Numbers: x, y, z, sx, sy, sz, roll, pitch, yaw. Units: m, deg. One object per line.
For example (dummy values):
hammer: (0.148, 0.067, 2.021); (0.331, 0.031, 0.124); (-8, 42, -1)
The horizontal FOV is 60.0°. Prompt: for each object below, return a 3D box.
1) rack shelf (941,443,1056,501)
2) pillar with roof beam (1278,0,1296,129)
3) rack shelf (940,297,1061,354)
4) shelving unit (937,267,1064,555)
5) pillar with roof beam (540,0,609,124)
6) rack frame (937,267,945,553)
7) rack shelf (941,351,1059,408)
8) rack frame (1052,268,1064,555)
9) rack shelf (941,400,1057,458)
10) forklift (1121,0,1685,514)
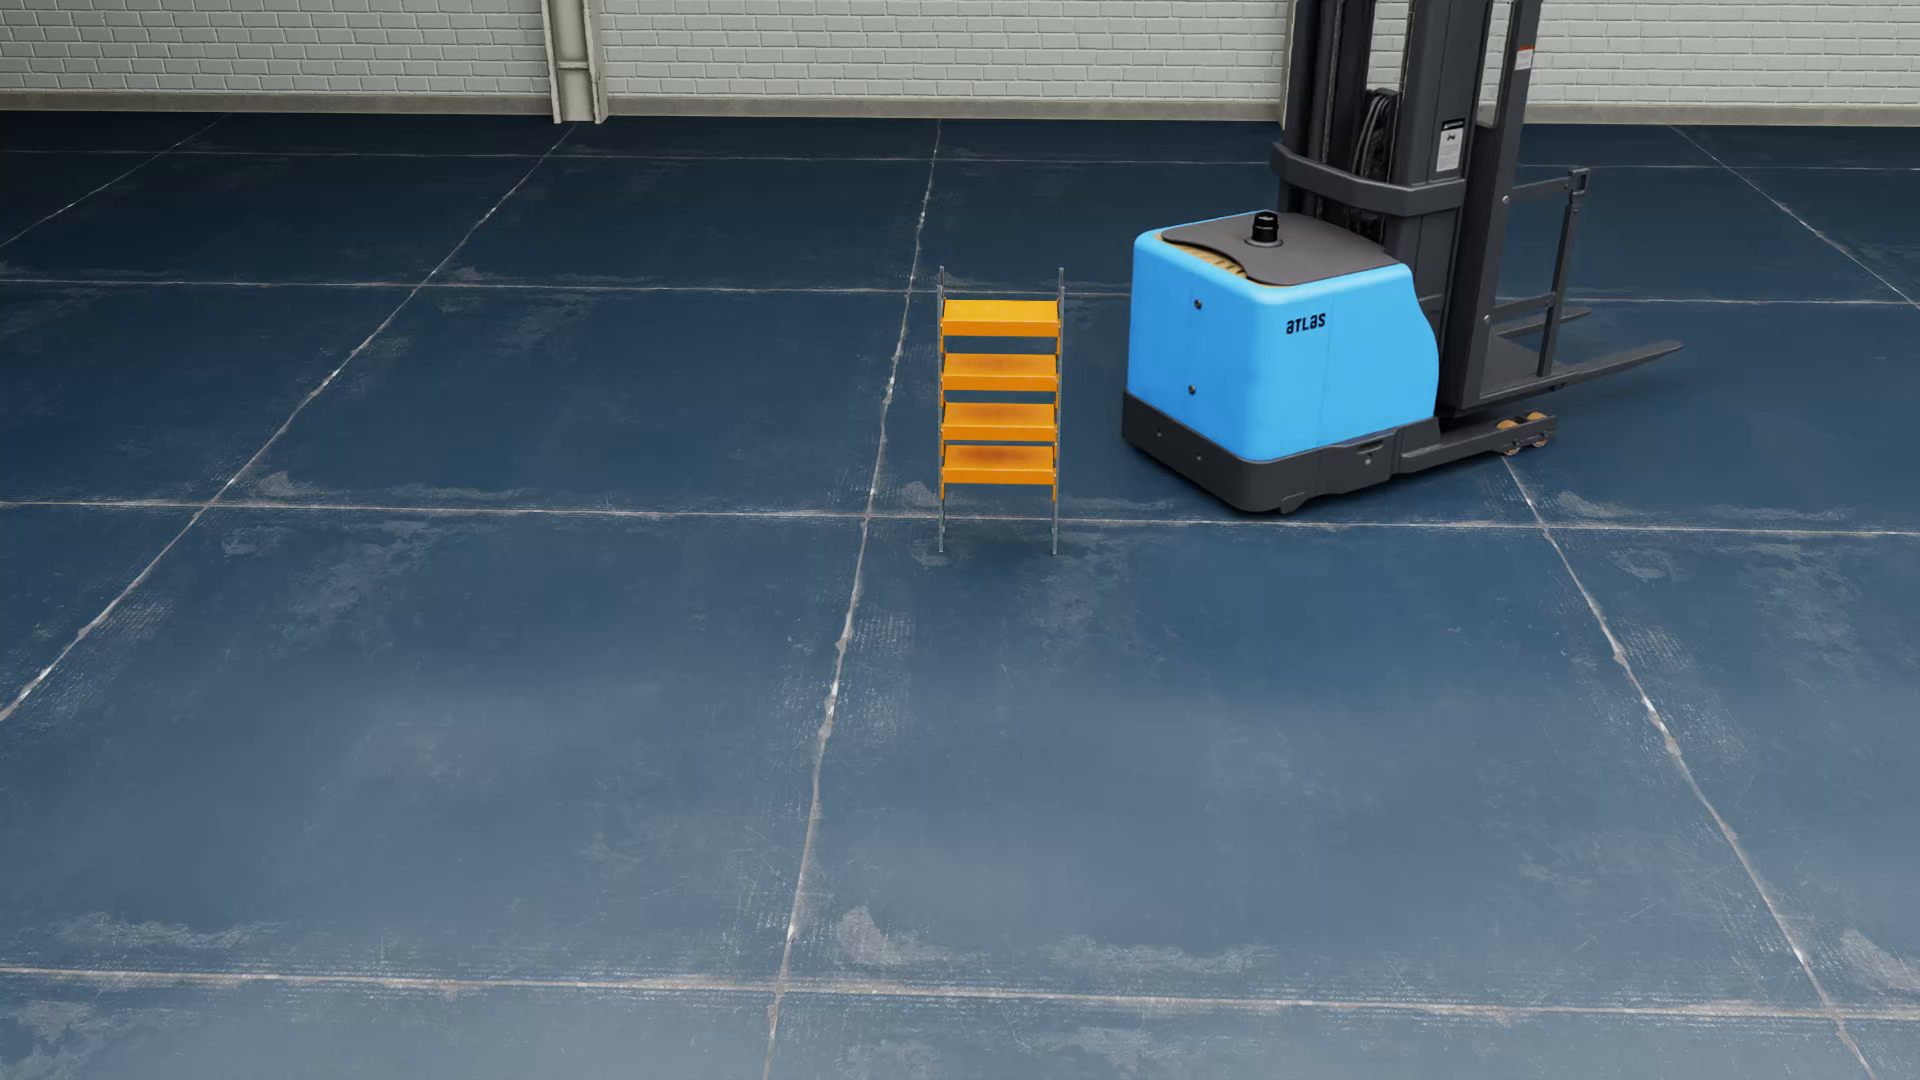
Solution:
rack shelf: (0.165, -0.293, 7.088); (0.480, 0.148, 0.258); (1, 28, 2)
pillar with roof beam: (2.686, -5.380, 7.791); (0.400, 9.000, 9.100); (1, 28, 2)
rack shelf: (0.165, -0.875, 6.780); (0.480, 0.148, 0.258); (1, 28, 2)
shelving unit: (0.165, -0.527, 6.964); (0.503, 1.200, 0.258); (1, 28, 2)
pillar with roof beam: (-3.311, -5.479, 7.978); (0.400, 9.000, 9.100); (1, 28, 2)
rack frame: (-0.078, -0.531, 6.971); (0.015, 1.200, 0.240); (1, 28, 2)
rack shelf: (0.165, -0.666, 6.891); (0.480, 0.148, 0.258); (1, 28, 2)
rack frame: (0.409, -0.523, 6.956); (0.015, 1.200, 0.240); (1, 28, 2)
rack shelf: (0.165, -0.468, 6.995); (0.480, 0.148, 0.258); (1, 28, 2)
forklift: (2.318, -1.902, 7.709); (3.031, 2.935, 1.130); (-15, 31, -26)
